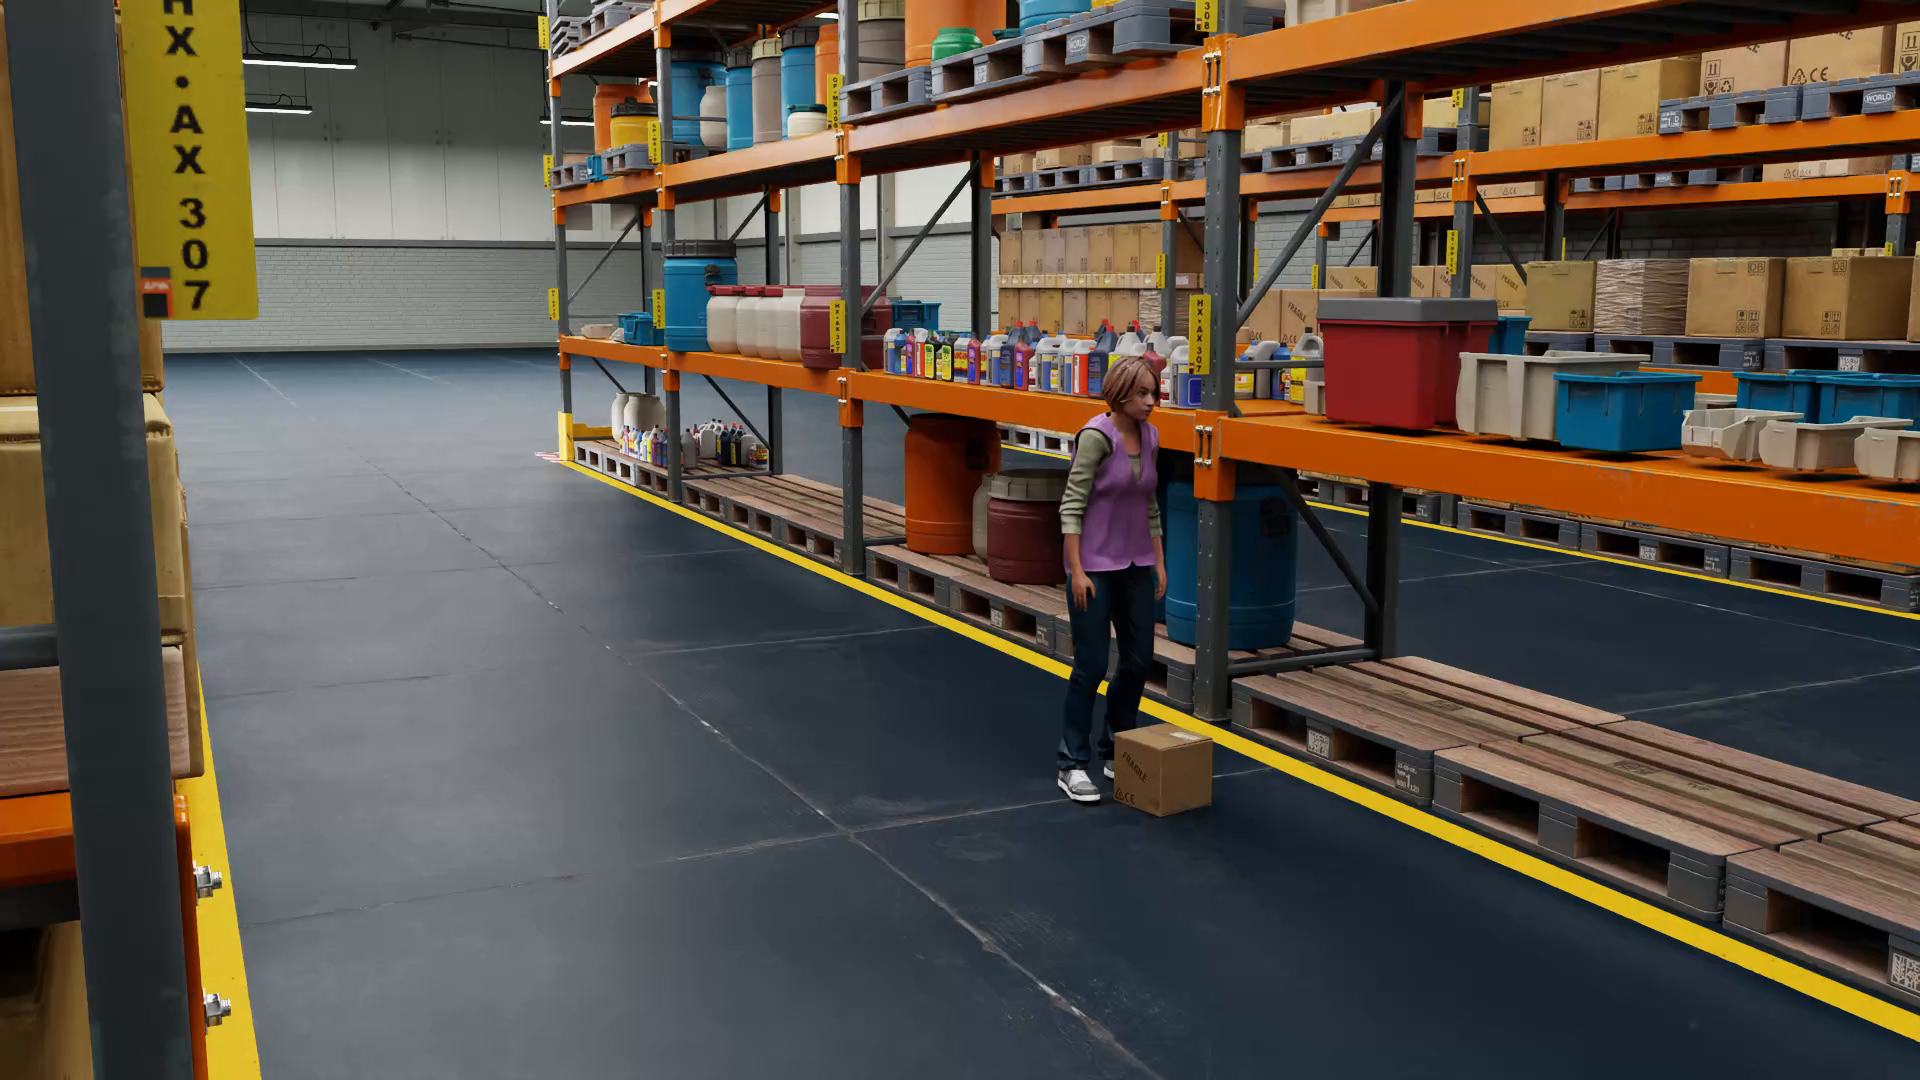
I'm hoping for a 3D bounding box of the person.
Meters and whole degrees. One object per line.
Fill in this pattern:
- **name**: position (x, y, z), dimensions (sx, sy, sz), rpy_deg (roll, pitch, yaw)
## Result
- **person**: position (0.557, 0.126, 6.067), dimensions (0.486, 1.593, 0.341), rpy_deg (-7, 11, -36)
